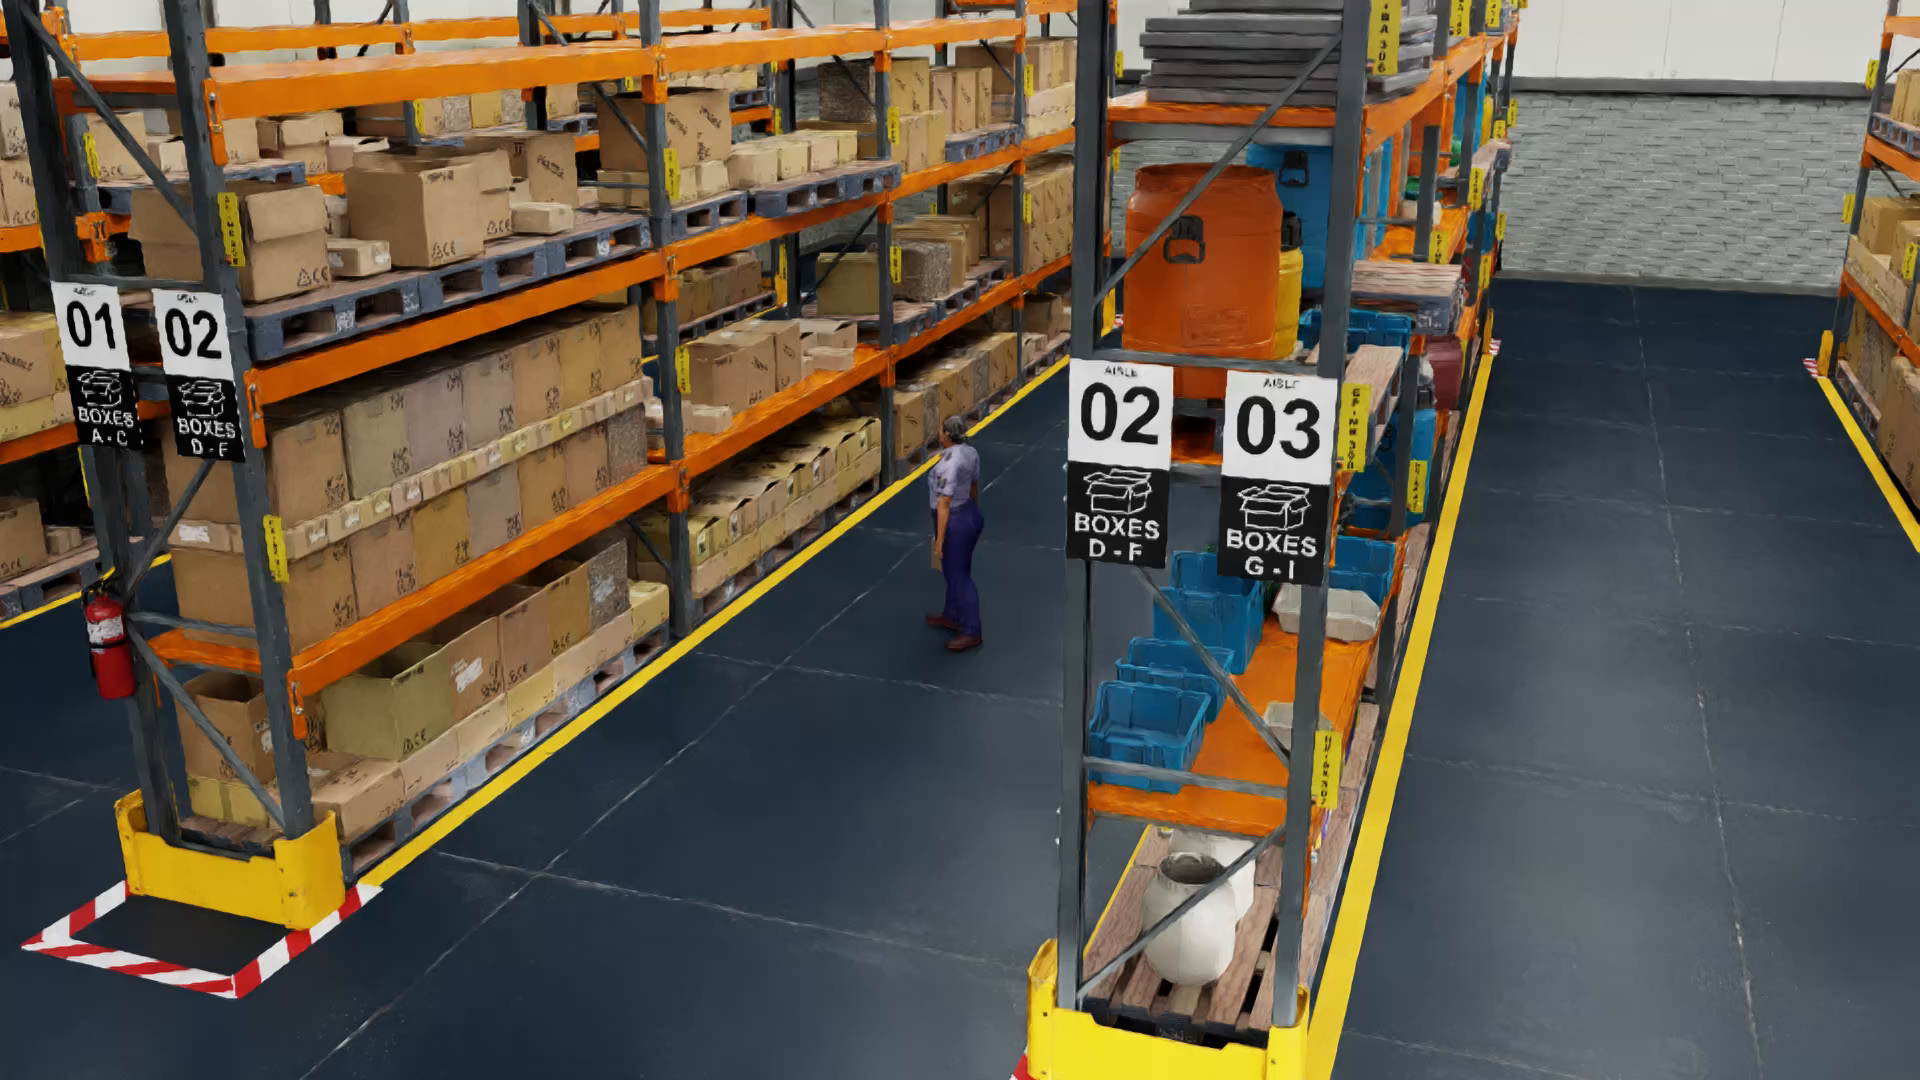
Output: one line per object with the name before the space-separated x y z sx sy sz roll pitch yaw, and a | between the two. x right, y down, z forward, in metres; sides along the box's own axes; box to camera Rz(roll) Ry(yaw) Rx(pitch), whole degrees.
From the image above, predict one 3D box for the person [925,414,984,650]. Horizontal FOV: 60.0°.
person | -0.047 -0.102 11.840 0.571 1.636 0.671 8 20 21
